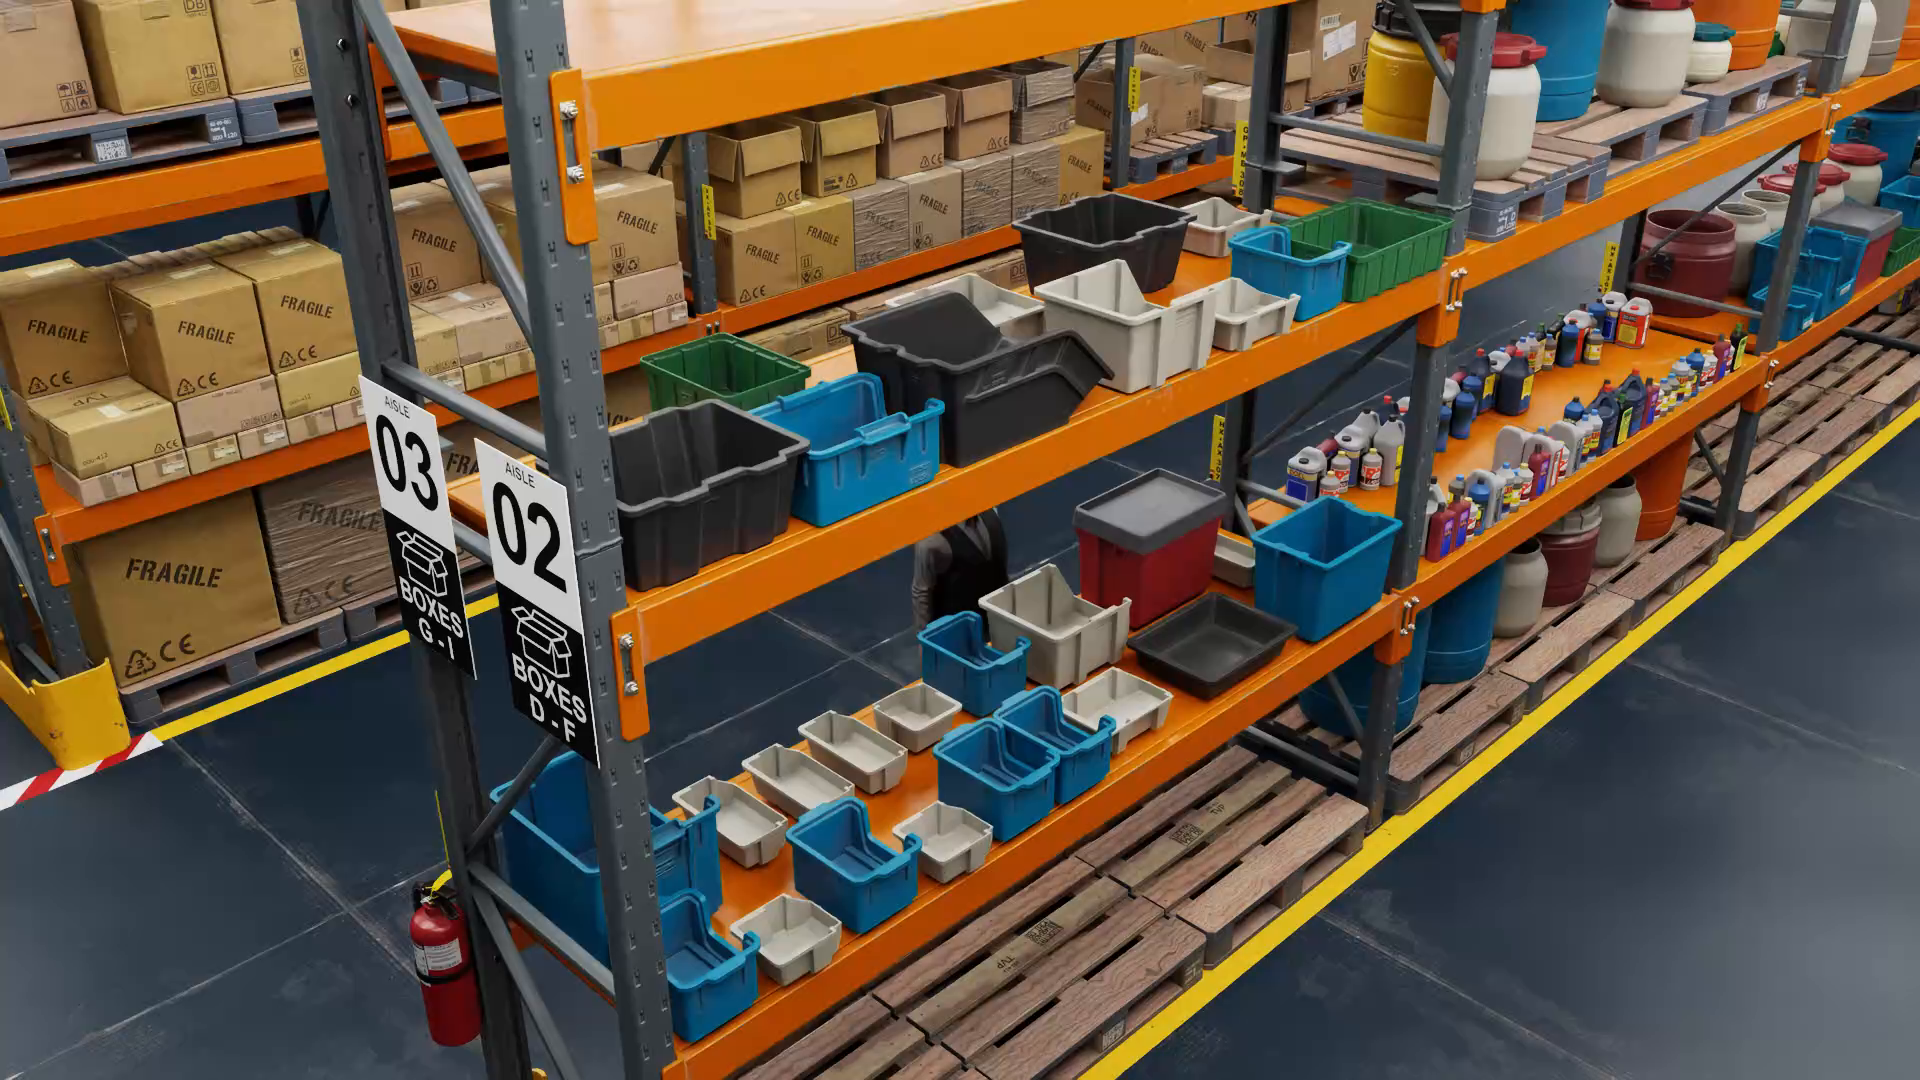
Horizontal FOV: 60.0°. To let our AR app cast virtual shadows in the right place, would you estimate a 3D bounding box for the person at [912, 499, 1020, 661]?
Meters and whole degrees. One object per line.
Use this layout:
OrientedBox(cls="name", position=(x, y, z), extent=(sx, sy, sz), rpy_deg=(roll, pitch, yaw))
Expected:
OrientedBox(cls="person", position=(0.048, 0.443, 7.892), extent=(0.567, 1.646, 0.470), rpy_deg=(-24, 36, -38))
